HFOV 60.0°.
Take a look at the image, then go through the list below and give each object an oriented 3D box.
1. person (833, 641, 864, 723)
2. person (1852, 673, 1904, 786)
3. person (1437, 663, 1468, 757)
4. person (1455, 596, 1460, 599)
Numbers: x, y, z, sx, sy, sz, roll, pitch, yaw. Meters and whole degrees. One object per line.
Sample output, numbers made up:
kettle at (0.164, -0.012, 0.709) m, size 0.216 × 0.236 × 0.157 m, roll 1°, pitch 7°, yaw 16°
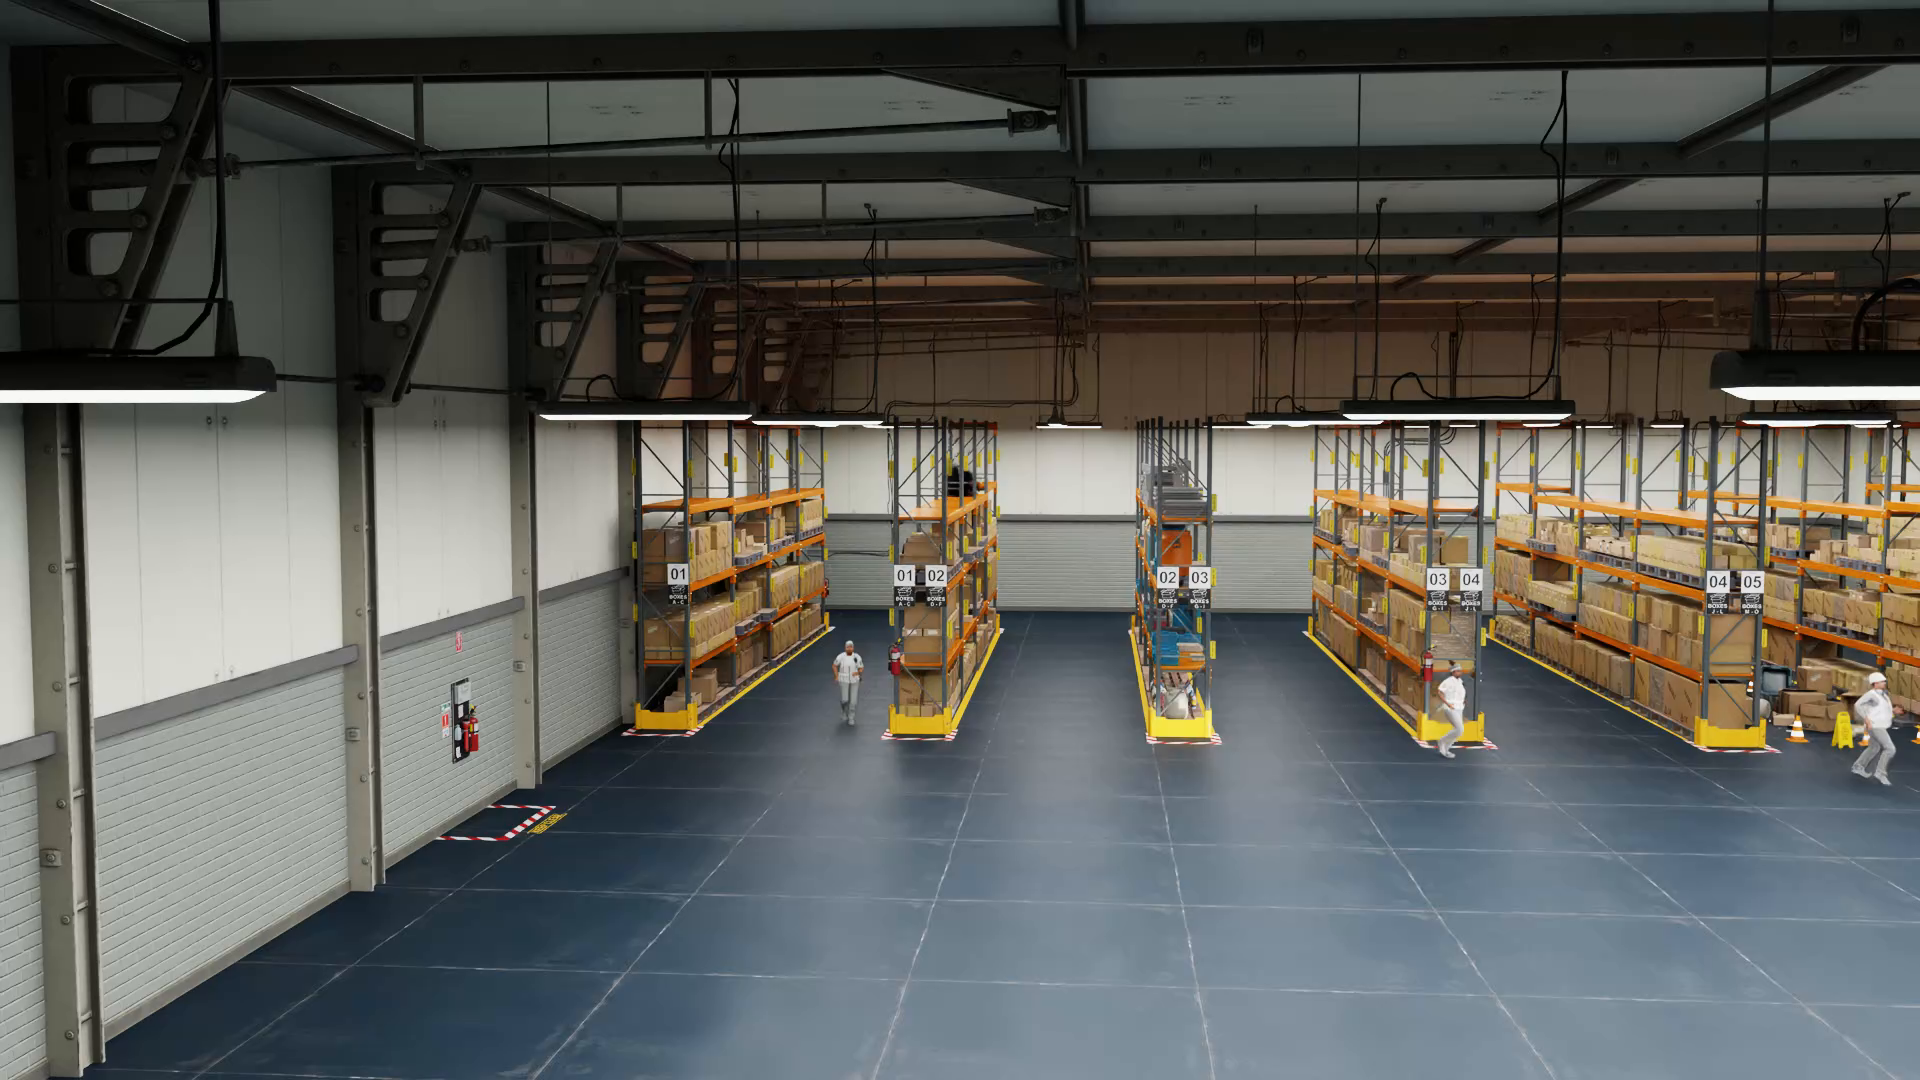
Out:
person at (-2.165, 2.785, 32.443) m, size 0.592 × 1.629 × 0.583 m, roll -1°, pitch 4°, yaw -10°
person at (14.928, 3.074, 27.064) m, size 0.752 × 1.831 × 0.591 m, roll 4°, pitch 5°, yaw 44°
person at (8.707, 2.980, 29.234) m, size 0.611 × 1.653 × 0.494 m, roll -3°, pitch 5°, yaw -43°
person at (13.361, 1.979, 43.722) m, size 0.677 × 1.822 × 0.801 m, roll 0°, pitch 4°, yaw 3°
